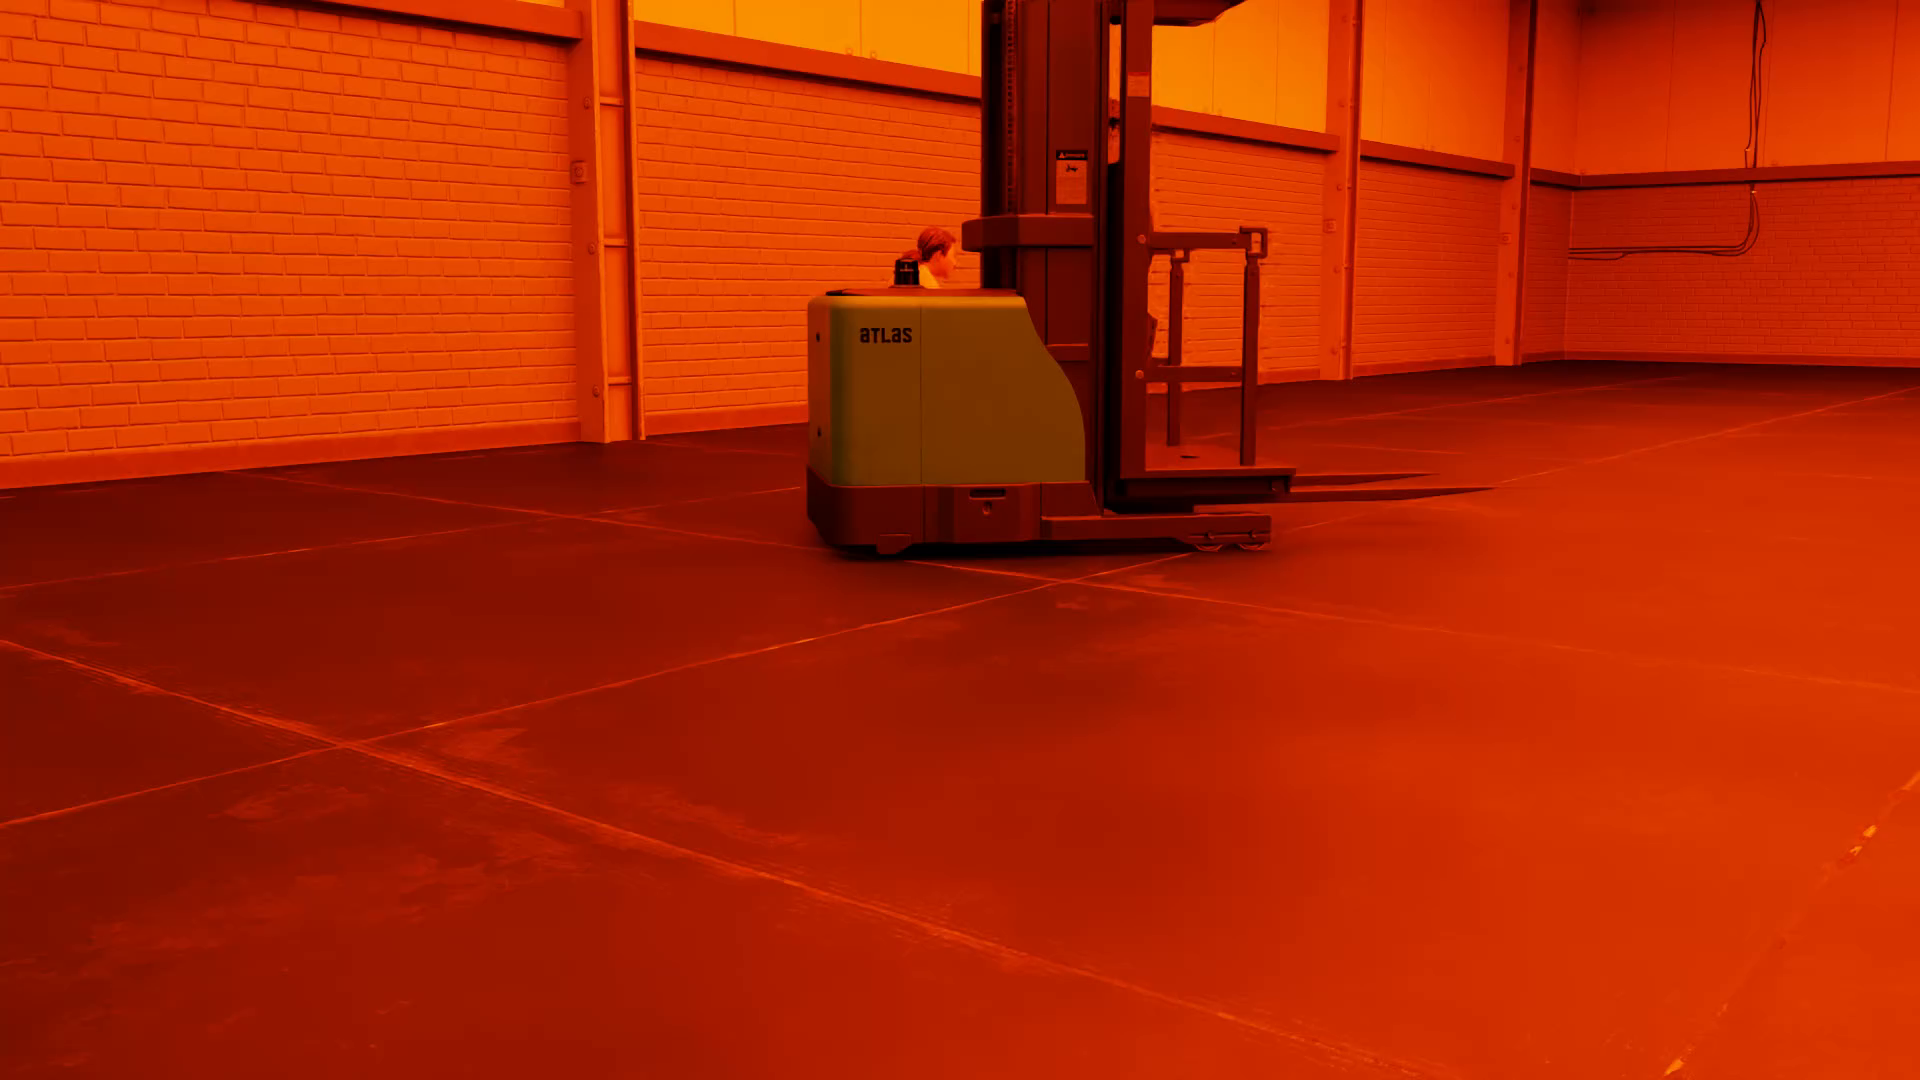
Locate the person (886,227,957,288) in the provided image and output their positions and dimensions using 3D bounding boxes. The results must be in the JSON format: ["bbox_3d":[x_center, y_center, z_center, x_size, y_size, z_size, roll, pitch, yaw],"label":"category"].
[{"bbox_3d":[-0.078,-0.907,8.666,0.815,1.435,0.870,-7,11,-38],"label":"person"}]

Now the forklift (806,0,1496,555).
[{"bbox_3d":[0.865,-1.471,7.331,3.031,2.935,1.130,-2,8,-11],"label":"forklift"}]
